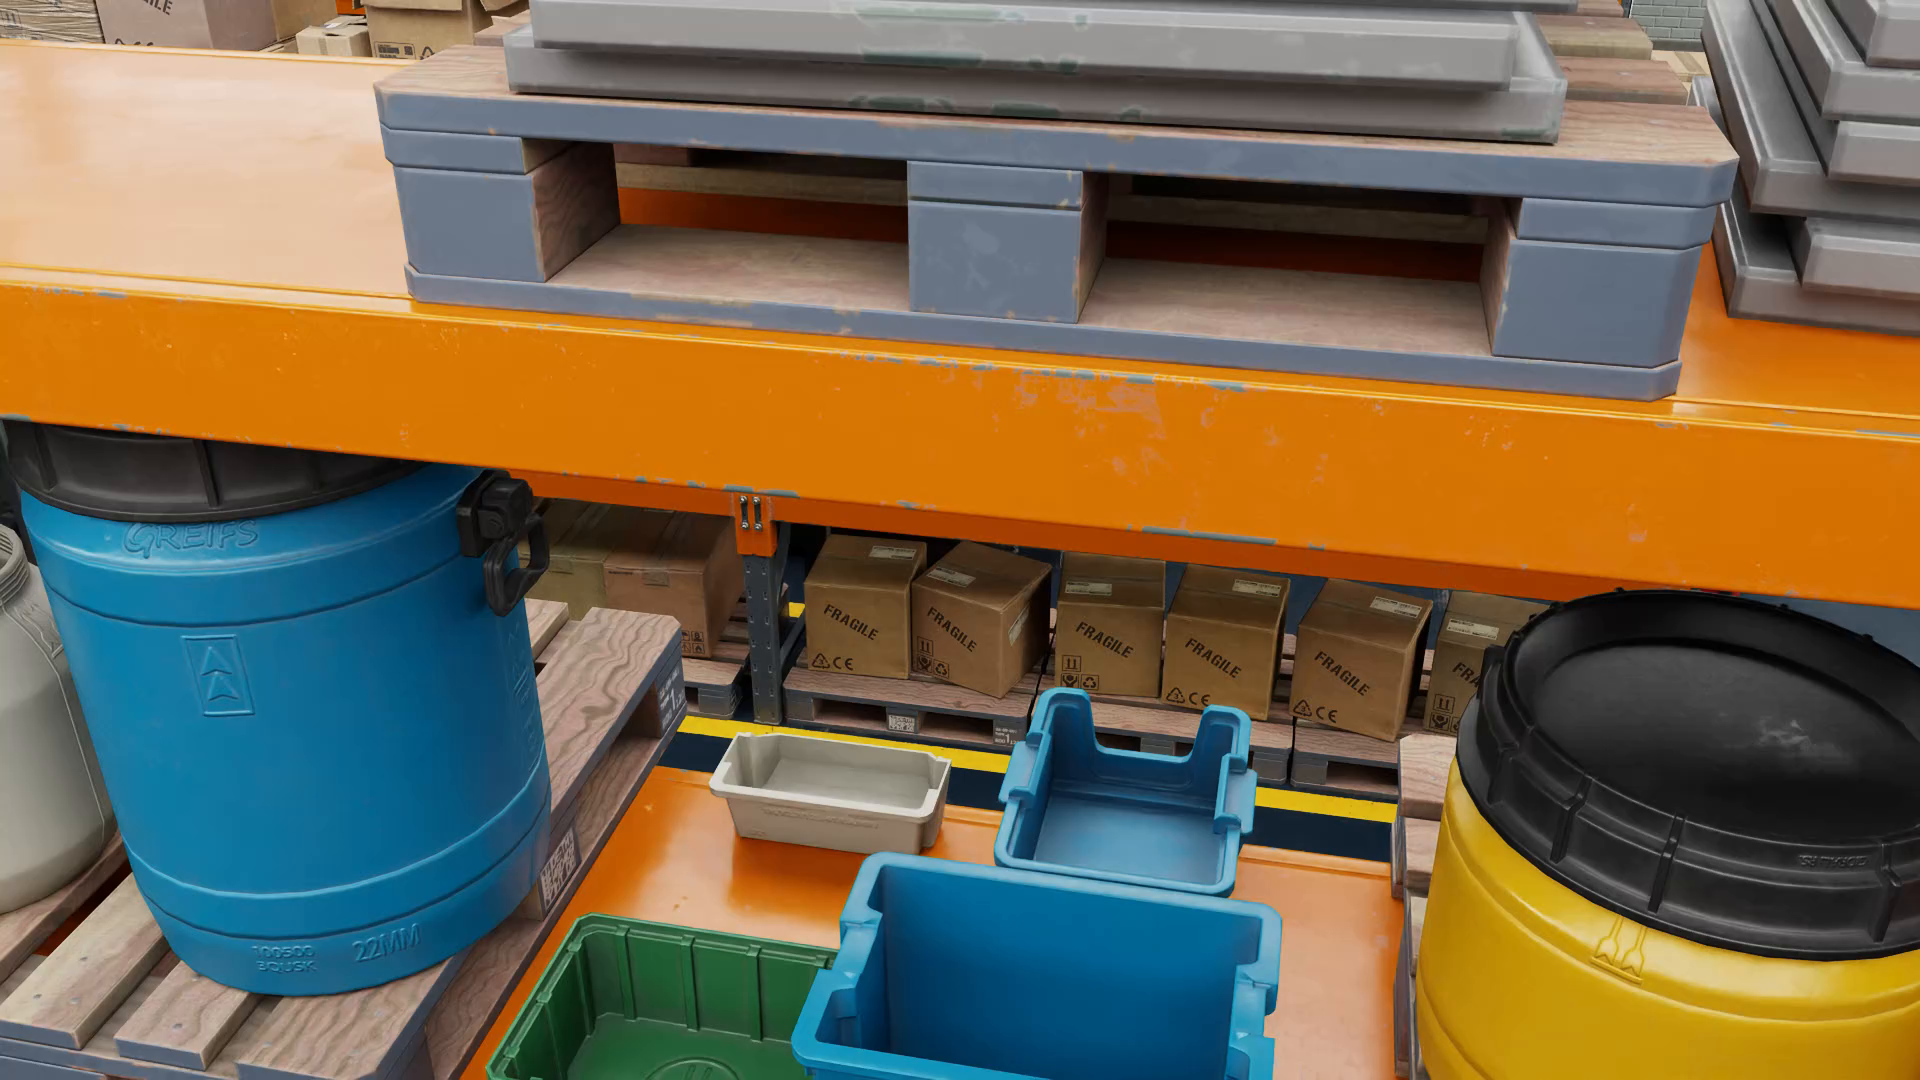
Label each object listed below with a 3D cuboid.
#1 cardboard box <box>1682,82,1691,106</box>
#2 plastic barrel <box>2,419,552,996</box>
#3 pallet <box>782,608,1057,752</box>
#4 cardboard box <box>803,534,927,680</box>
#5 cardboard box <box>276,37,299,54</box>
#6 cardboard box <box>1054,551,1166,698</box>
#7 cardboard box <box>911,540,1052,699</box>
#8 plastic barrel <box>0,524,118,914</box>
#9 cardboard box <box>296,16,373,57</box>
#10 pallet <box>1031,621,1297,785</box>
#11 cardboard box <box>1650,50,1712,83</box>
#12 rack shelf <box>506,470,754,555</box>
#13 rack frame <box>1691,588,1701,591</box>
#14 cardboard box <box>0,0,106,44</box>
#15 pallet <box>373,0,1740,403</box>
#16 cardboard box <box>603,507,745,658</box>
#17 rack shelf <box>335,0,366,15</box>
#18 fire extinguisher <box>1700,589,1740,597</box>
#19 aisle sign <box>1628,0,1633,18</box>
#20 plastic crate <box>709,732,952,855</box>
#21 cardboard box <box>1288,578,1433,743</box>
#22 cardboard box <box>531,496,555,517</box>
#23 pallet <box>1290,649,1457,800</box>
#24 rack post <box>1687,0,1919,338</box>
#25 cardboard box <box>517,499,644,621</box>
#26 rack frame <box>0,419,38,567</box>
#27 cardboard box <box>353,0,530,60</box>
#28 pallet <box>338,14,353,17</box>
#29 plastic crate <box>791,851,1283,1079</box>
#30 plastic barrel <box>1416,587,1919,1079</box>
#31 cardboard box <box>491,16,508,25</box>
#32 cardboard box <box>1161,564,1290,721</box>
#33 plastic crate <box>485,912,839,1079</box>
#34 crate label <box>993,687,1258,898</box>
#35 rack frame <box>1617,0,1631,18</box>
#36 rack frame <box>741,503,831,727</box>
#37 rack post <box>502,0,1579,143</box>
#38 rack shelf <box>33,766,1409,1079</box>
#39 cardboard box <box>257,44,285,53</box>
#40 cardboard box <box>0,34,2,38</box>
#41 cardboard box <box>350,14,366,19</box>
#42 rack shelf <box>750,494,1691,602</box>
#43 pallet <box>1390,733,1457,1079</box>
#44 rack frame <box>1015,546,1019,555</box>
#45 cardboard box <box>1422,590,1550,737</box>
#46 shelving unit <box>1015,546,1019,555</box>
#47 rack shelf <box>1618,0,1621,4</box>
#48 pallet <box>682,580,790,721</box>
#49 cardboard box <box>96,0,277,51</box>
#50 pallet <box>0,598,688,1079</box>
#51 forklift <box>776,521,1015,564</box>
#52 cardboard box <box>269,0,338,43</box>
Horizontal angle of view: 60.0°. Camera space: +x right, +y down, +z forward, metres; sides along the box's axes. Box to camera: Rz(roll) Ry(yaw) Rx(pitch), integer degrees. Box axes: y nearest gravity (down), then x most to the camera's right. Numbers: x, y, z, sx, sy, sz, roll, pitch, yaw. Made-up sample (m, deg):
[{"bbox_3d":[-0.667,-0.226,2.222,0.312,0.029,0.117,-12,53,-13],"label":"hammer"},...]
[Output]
[{"bbox_3d":[2.736,-1.552,6.079,0.250,0.149,0.380,6,29,11],"label":"cardboard box"},{"bbox_3d":[-0.922,0.109,2.344,0.708,0.901,0.600,6,29,11],"label":"plastic barrel"},{"bbox_3d":[-0.175,0.627,8.385,1.213,0.211,1.003,6,29,11],"label":"pallet"},{"bbox_3d":[-0.456,0.324,8.200,0.500,0.500,0.500,5,29,9],"label":"cardboard box"},{"bbox_3d":[-3.256,-2.271,7.806,0.500,0.250,0.500,7,29,12],"label":"cardboard box"},{"bbox_3d":[0.729,0.403,8.055,0.500,0.500,0.500,3,29,6],"label":"cardboard box"},{"bbox_3d":[0.106,0.378,8.102,0.500,0.500,0.500,16,32,26],"label":"cardboard box"},{"bbox_3d":[-1.493,0.265,2.464,0.421,0.512,0.421,0,29,0],"label":"plastic barrel"},{"bbox_3d":[-2.693,-2.186,7.301,0.250,0.166,0.380,5,29,9],"label":"cardboard box"},{"bbox_3d":[1.022,0.748,8.164,1.213,0.211,1.003,6,29,11],"label":"pallet"},{"bbox_3d":[2.852,-1.807,6.544,0.250,0.149,0.380,6,29,10],"label":"cardboard box"},{"bbox_3d":[-2.795,-0.532,8.347,4.000,0.370,1.077,6,29,11],"label":"rack shelf"},{"bbox_3d":[3.073,-0.246,7.076,0.127,3.000,1.000,6,29,11],"label":"rack frame"},{"bbox_3d":[-3.849,-2.407,7.274,0.500,0.500,0.500,6,29,11],"label":"cardboard box"},{"bbox_3d":[0.136,-0.503,1.912,1.213,0.211,1.003,6,29,11],"label":"pallet"},{"bbox_3d":[-1.435,0.185,8.434,0.500,0.500,0.700,4,29,7],"label":"cardboard box"},{"bbox_3d":[-4.637,-5.587,17.581,4.000,0.370,1.077,6,29,11],"label":"rack shelf"},{"bbox_3d":[3.089,0.016,6.678,0.183,0.674,0.296,6,29,11],"label":"fire extinguisher"},{"bbox_3d":[4.214,-3.557,10.417,0.004,0.787,0.394,6,29,11],"label":"aisle sign"},{"bbox_3d":[-0.219,0.450,2.955,0.396,0.136,0.243,6,29,11],"label":"plastic crate"},{"bbox_3d":[1.874,0.552,7.784,0.500,0.500,0.500,14,32,24],"label":"cardboard box"},{"bbox_3d":[-2.444,0.072,8.640,0.500,0.500,0.700,3,29,6],"label":"cardboard box"},{"bbox_3d":[2.212,0.871,7.938,1.213,0.211,1.003,6,29,11],"label":"pallet"},{"bbox_3d":[1.326,-0.468,1.754,0.954,0.300,0.937,9,30,16],"label":"rack post"},{"bbox_3d":[-1.897,0.128,8.537,0.500,0.500,0.700,6,29,10],"label":"cardboard box"},{"bbox_3d":[-1.873,-0.953,2.119,0.127,3.000,1.000,6,29,11],"label":"rack frame"},{"bbox_3d":[-2.199,-2.380,7.305,0.637,0.503,0.797,7,29,13],"label":"cardboard box"},{"bbox_3d":[-8.618,-7.526,23.277,1.213,0.211,1.003,6,29,11],"label":"pallet"},{"bbox_3d":[0.111,0.722,2.202,0.575,0.384,0.392,6,29,11],"label":"plastic crate"},{"bbox_3d":[0.897,0.443,2.060,0.600,0.588,0.600,0,29,0],"label":"plastic barrel"},{"bbox_3d":[-1.779,-2.135,7.106,0.258,0.266,0.396,7,29,12],"label":"cardboard box"},{"bbox_3d":[1.266,0.480,7.915,0.500,0.500,0.500,9,30,15],"label":"cardboard box"},{"bbox_3d":[-0.387,0.742,2.368,0.450,0.188,0.336,6,29,11],"label":"plastic crate"},{"bbox_3d":[0.277,0.487,2.769,0.408,0.251,0.502,6,29,11],"label":"crate label"},{"bbox_3d":[4.208,-2.565,11.312,0.127,3.000,1.000,6,29,11],"label":"rack frame"},{"bbox_3d":[-0.839,-0.647,7.808,0.127,3.000,1.000,6,29,11],"label":"rack frame"},{"bbox_3d":[0.137,-0.698,1.733,0.954,0.300,0.937,5,29,10],"label":"rack post"},{"bbox_3d":[0.083,0.879,2.646,4.000,0.370,1.077,6,29,11],"label":"rack shelf"},{"bbox_3d":[-3.337,-2.033,7.372,0.500,0.250,0.500,6,29,12],"label":"cardboard box"},{"bbox_3d":[-4.345,-2.459,7.370,0.500,0.500,0.500,6,29,11],"label":"cardboard box"},{"bbox_3d":[-5.970,-5.331,18.139,0.875,0.875,0.875,7,29,12],"label":"cardboard box"},{"bbox_3d":[1.117,-0.131,7.615,4.000,0.370,1.077,6,29,11],"label":"rack shelf"},{"bbox_3d":[1.250,0.718,2.387,1.213,0.211,1.003,6,29,11],"label":"pallet"},{"bbox_3d":[0.357,-0.453,9.328,0.015,1.200,0.240,9,30,15],"label":"rack frame"},{"bbox_3d":[2.466,0.596,7.704,0.500,0.500,0.500,11,31,20],"label":"cardboard box"},{"bbox_3d":[0.589,-0.417,9.263,0.503,1.200,0.258,9,30,15],"label":"shelving unit"},{"bbox_3d":[2.252,-3.766,11.131,4.000,0.370,1.077,6,29,11],"label":"rack shelf"},{"bbox_3d":[-1.600,0.499,8.619,1.213,0.211,1.003,6,29,11],"label":"pallet"},{"bbox_3d":[-3.356,-2.359,7.188,0.500,0.500,0.500,5,29,9],"label":"cardboard box"},{"bbox_3d":[-1.147,0.473,2.836,1.003,0.211,1.213,6,29,11],"label":"pallet"},{"bbox_3d":[-1.069,-1.493,9.426,3.031,2.935,1.130,9,30,15],"label":"forklift"},{"bbox_3d":[-3.247,-2.594,7.615,0.500,0.500,0.500,6,29,11],"label":"cardboard box"}]
